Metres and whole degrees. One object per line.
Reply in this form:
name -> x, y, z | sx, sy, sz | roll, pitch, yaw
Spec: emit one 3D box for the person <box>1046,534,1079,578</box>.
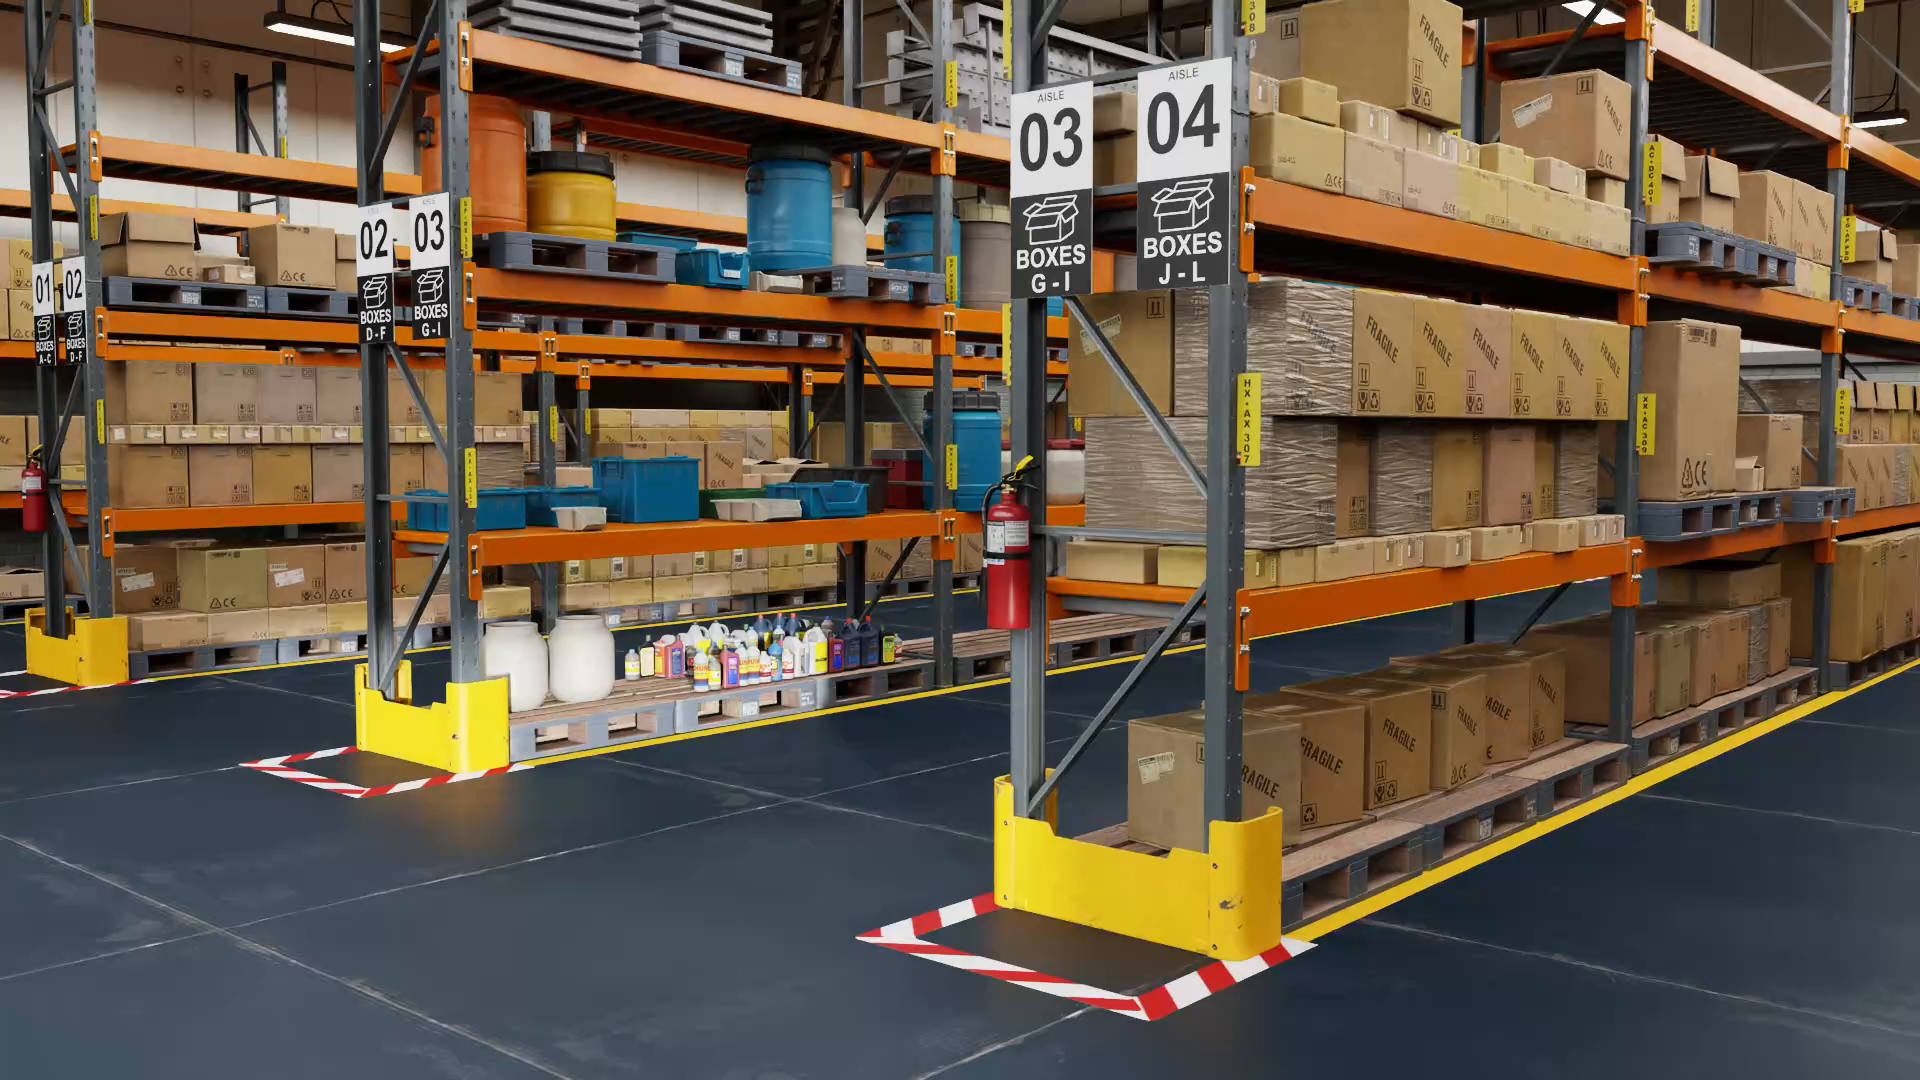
person -> 1.031, -0.052, 17.438 | 0.503, 1.726, 0.486 | 3, 5, 41
